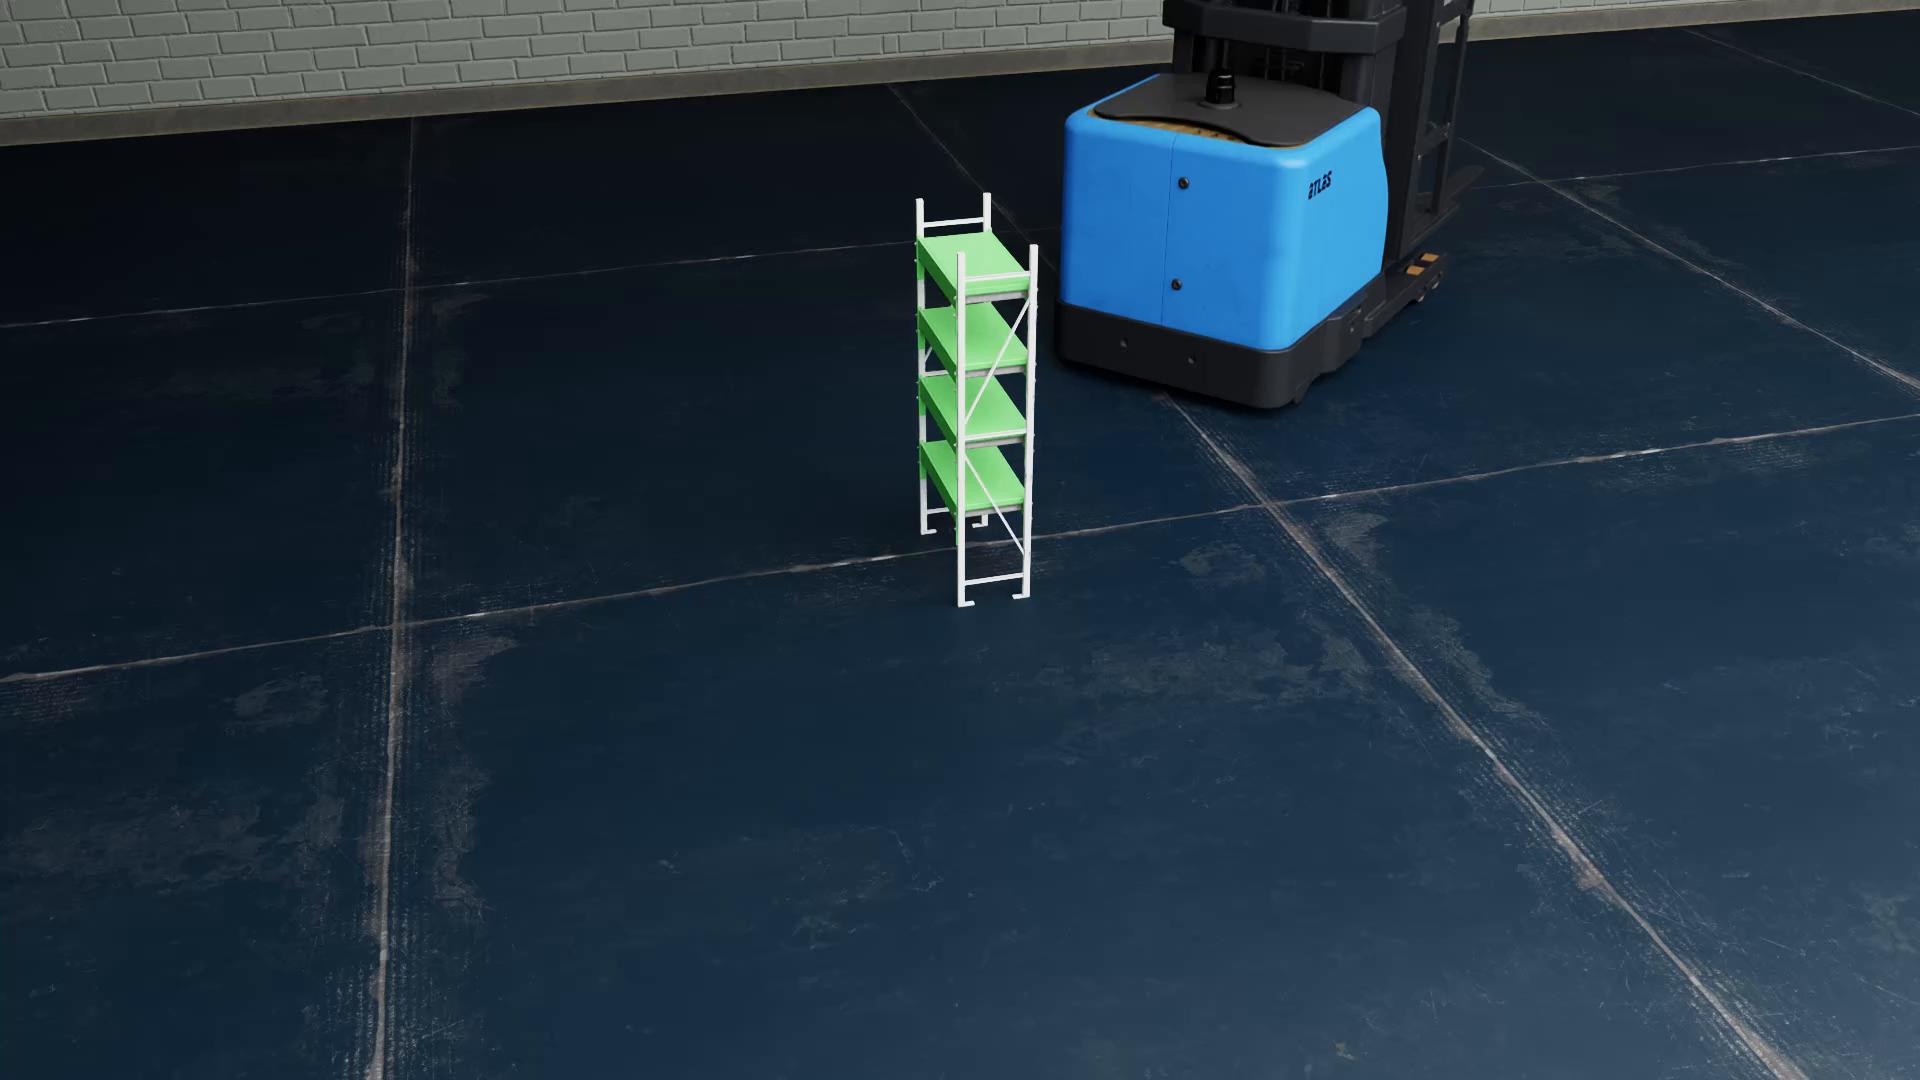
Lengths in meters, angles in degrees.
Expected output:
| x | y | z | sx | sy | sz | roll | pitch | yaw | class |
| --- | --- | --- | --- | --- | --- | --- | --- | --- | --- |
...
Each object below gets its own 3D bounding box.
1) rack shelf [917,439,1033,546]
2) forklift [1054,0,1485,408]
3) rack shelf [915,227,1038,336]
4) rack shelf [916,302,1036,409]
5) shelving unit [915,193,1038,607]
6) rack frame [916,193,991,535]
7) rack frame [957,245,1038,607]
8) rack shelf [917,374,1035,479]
| x | y | z | sx | sy | sz | roll | pitch | yaw | class |
| --- | --- | --- | --- | --- | --- | --- | --- | --- | --- |
| 0.044 | -0.176 | 5.464 | 0.258 | 0.148 | 0.480 | -8 | 31 | -13 | rack shelf |
| 1.621 | -2.477 | 7.103 | 1.130 | 2.935 | 3.031 | 18 | 35 | 28 | forklift |
| 0.044 | -0.799 | 5.103 | 0.258 | 0.148 | 0.480 | -8 | 31 | -13 | rack shelf |
| 0.044 | -0.592 | 5.223 | 0.258 | 0.148 | 0.480 | -8 | 31 | -13 | rack shelf |
| 0.044 | -0.439 | 5.311 | 0.258 | 1.200 | 0.503 | -8 | 31 | -13 | shelving unit |
| -0.021 | -0.557 | 5.515 | 0.240 | 1.200 | 0.015 | -8 | 31 | -13 | rack frame |
| 0.109 | -0.321 | 5.108 | 0.240 | 1.200 | 0.015 | -8 | 31 | -13 | rack frame |
| 0.044 | -0.384 | 5.343 | 0.258 | 0.148 | 0.480 | -8 | 31 | -13 | rack shelf |
